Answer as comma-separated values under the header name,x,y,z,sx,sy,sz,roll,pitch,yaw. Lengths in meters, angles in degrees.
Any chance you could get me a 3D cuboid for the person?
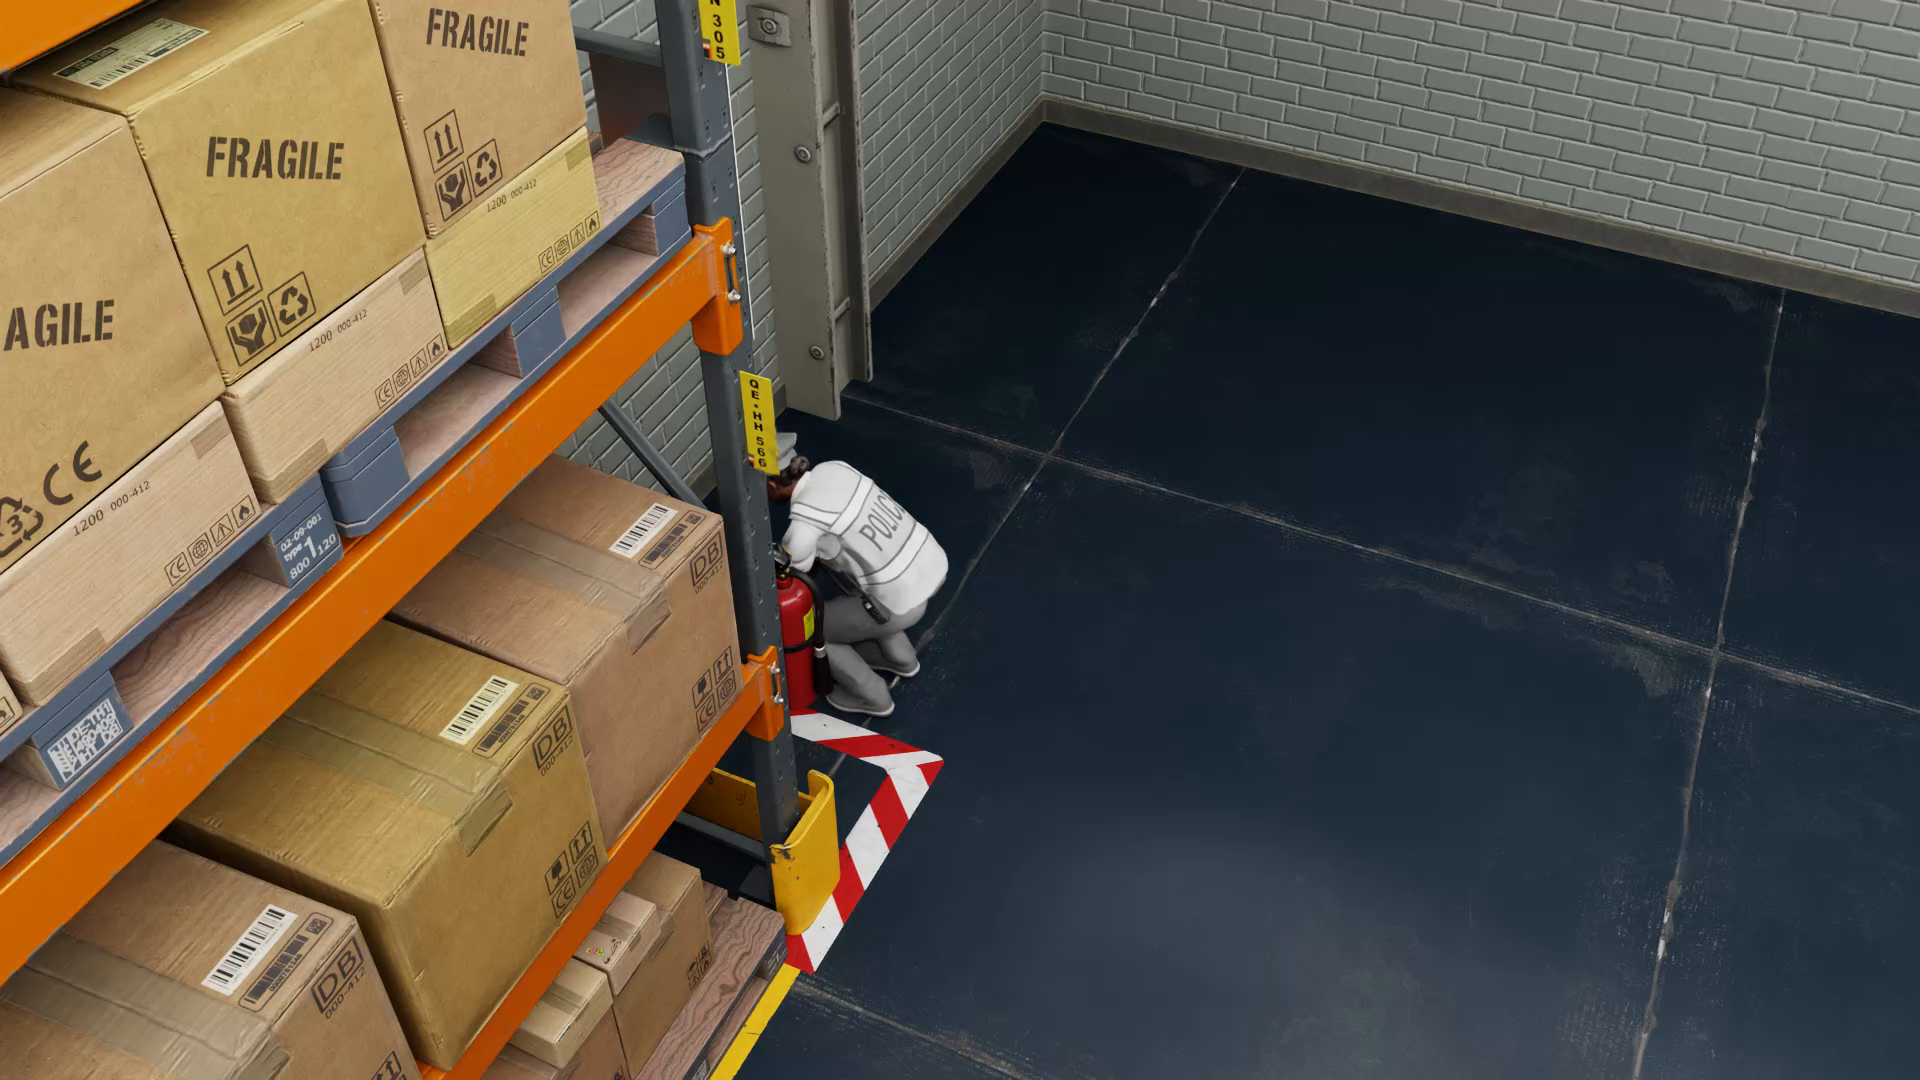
name,x,y,z,sx,sy,sz,roll,pitch,yaw
person,-0.431,0.047,6.247,0.742,0.846,0.490,17,45,18
